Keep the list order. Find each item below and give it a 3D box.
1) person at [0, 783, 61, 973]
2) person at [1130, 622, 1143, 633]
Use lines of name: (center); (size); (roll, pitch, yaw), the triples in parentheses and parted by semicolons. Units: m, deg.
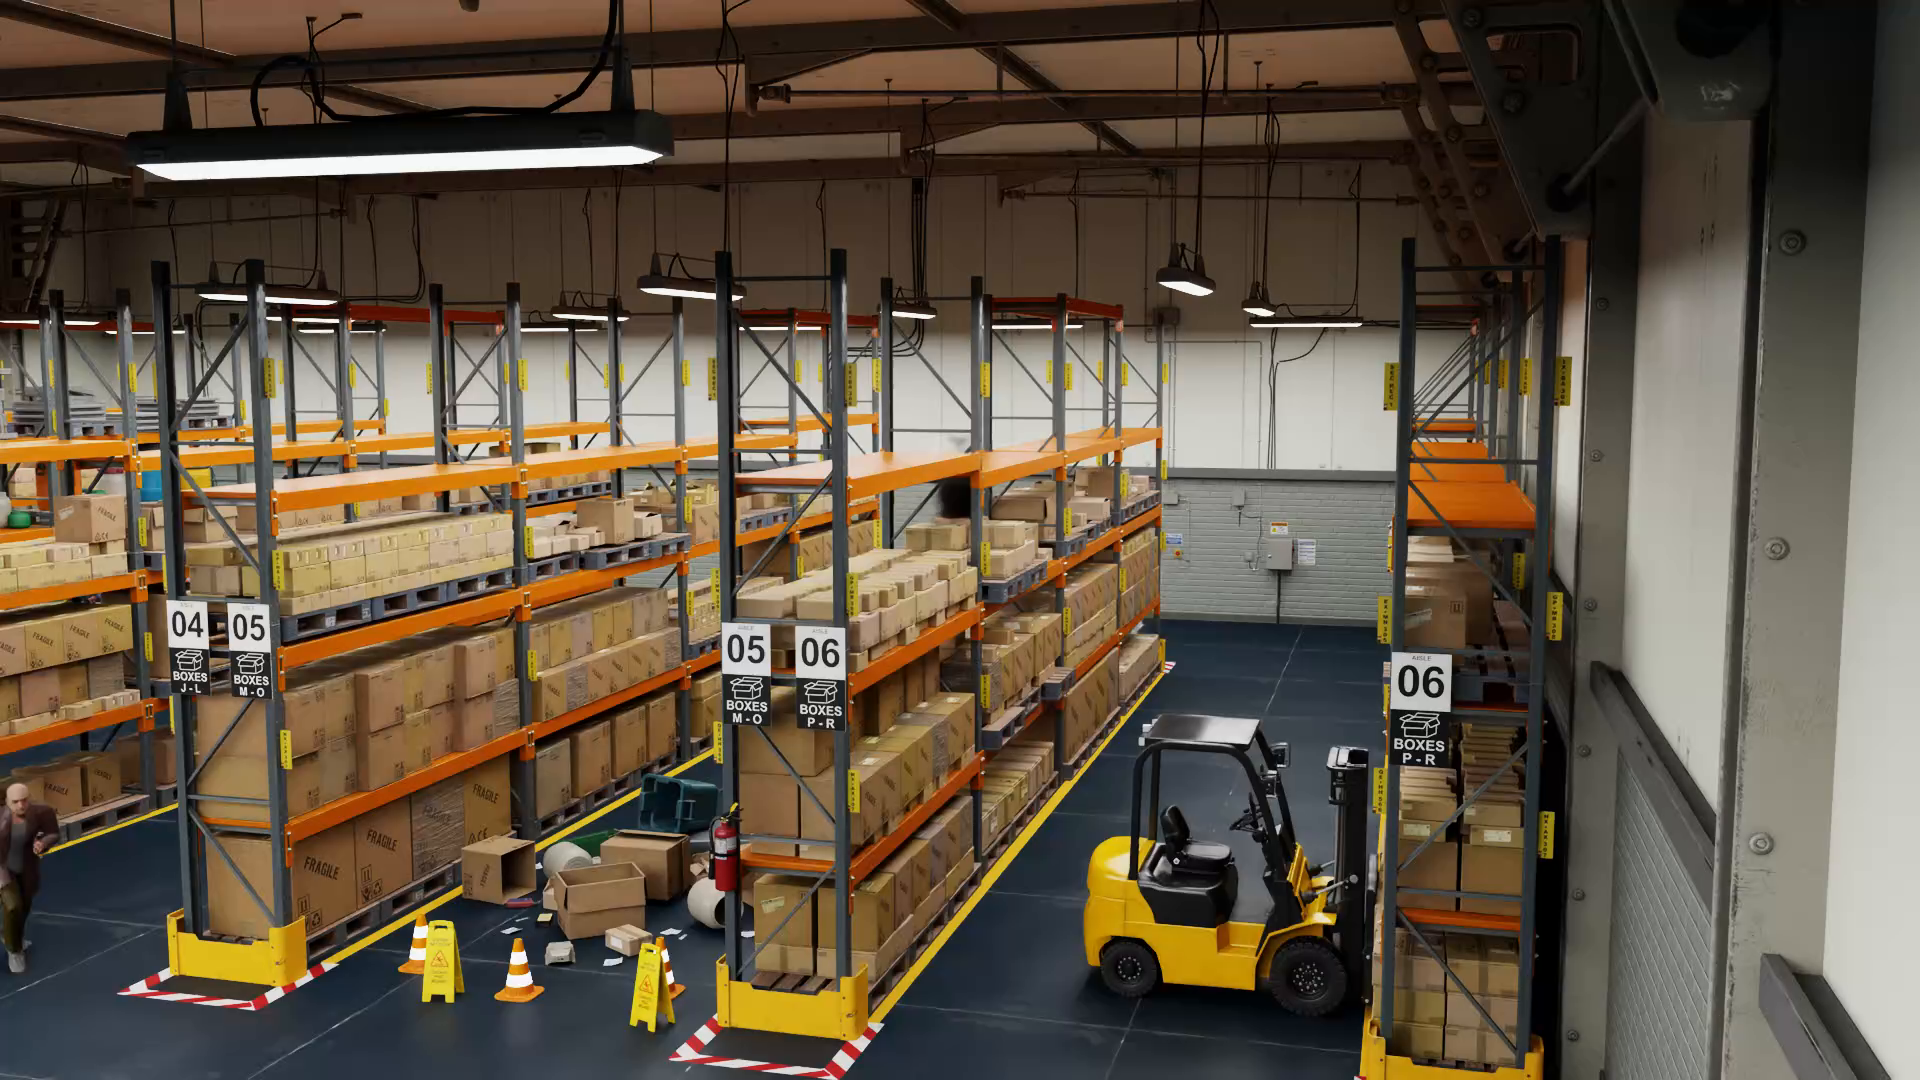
person: (-8.131, 2.865, 14.225); (0.754, 1.704, 1.056); (-5, 8, -41)
person: (2.877, 0.982, 30.933); (1.047, 1.761, 0.719); (0, 6, -3)
